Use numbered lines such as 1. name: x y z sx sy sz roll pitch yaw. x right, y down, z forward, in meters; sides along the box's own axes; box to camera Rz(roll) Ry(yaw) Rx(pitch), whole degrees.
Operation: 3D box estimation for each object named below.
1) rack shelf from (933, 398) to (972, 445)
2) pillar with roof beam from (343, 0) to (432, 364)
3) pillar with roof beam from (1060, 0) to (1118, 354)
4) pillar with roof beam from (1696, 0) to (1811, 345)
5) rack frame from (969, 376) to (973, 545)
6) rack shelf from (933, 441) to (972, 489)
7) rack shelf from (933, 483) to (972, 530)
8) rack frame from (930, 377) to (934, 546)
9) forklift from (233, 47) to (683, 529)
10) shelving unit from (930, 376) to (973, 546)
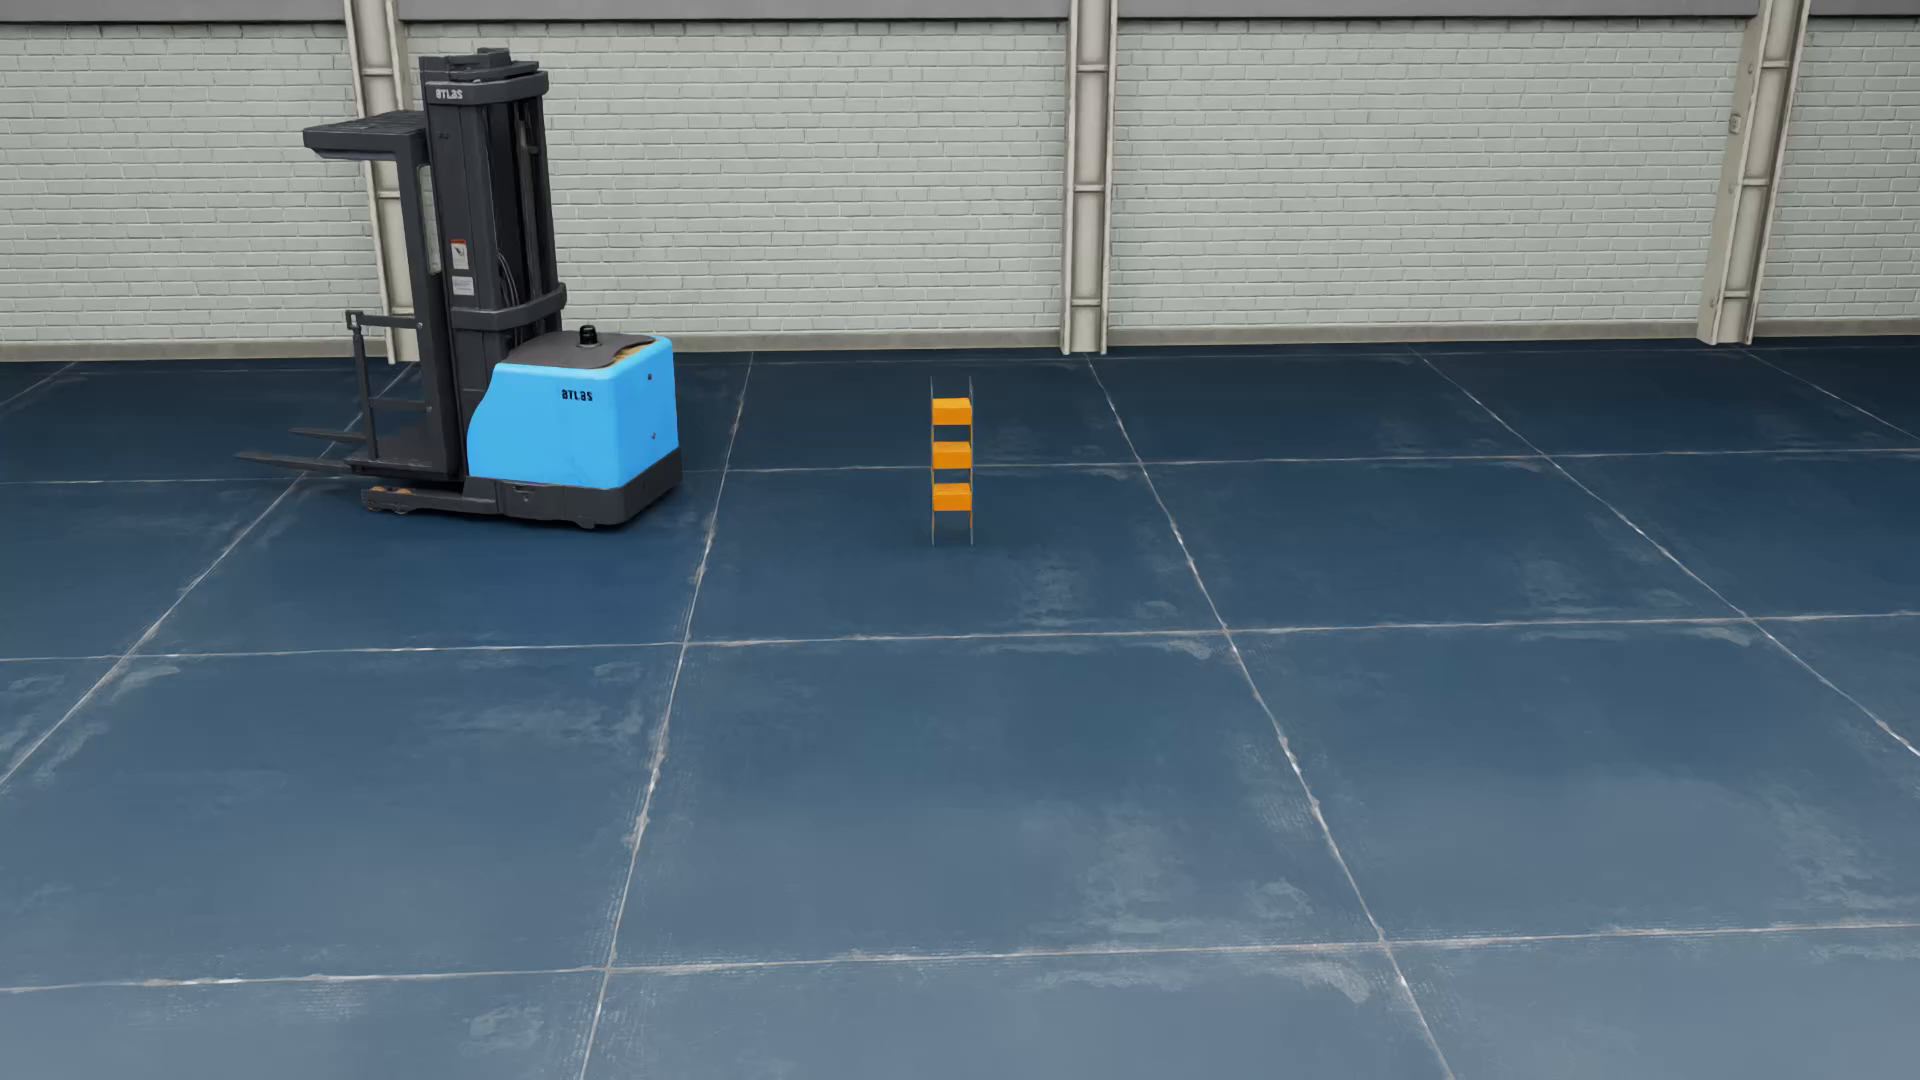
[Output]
1. rack shelf: -0.053 -0.745 10.334 0.240 0.259 0.215 -1 21 -3
2. pillar with roof beam: -4.622 -4.291 9.245 0.400 9.000 9.100 -1 21 -3
3. pillar with roof beam: 1.369 -4.413 9.565 0.400 9.000 9.100 -1 21 -3
4. pillar with roof beam: 7.359 -4.535 9.885 0.400 9.000 9.100 -1 21 -3
5. rack frame: 0.068 -0.492 10.438 0.008 1.050 0.200 -1 21 -3
6. rack shelf: -0.053 -0.480 10.435 0.240 0.259 0.215 -1 21 -3
7. rack shelf: -0.053 -0.220 10.534 0.240 0.259 0.215 -1 21 -3
8. rack frame: -0.175 -0.487 10.425 0.008 1.050 0.200 -1 21 -3
9. forklift: -3.498 -1.716 11.008 3.031 2.935 1.130 6 22 14
10. shelving unit: -0.053 -0.490 10.431 0.252 1.050 0.215 -1 21 -3
